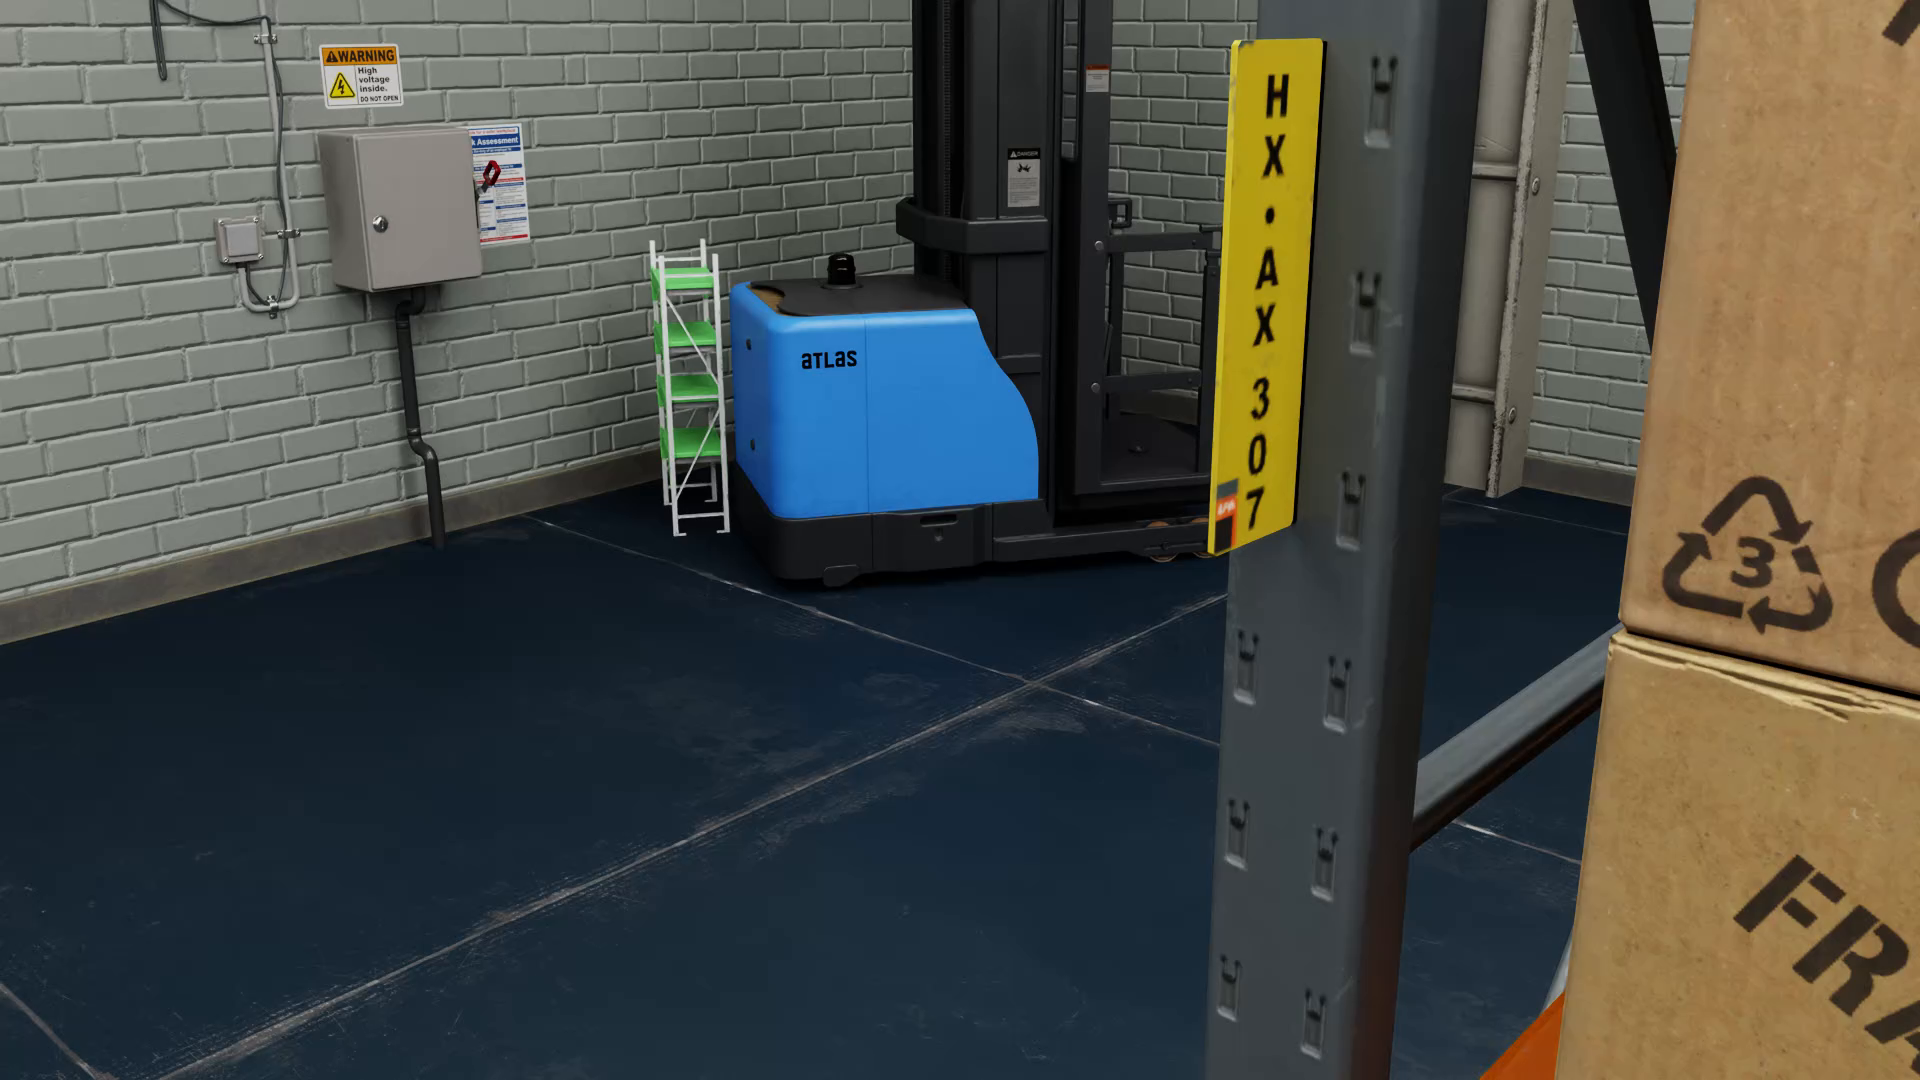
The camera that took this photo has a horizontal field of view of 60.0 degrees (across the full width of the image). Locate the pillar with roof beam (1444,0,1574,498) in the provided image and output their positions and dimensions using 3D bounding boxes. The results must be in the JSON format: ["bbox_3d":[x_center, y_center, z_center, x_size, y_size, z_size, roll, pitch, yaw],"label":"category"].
[{"bbox_3d":[-0.413,-3.584,3.528,0.400,9.000,9.100,15,23,39],"label":"pillar with roof beam"}]

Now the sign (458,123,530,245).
[{"bbox_3d":[-1.986,-1.510,7.068,0.001,0.494,0.329,15,23,39],"label":"sign"}]

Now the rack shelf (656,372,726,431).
[{"bbox_3d":[-1.178,-0.609,7.260,0.258,0.148,0.480,-4,18,-14],"label":"rack shelf"}]

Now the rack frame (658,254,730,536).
[{"bbox_3d":[-1.117,-0.599,7.015,0.240,1.200,0.015,-4,18,-14],"label":"rack frame"}]

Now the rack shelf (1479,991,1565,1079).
[{"bbox_3d":[2.067,0.915,0.458,4.000,0.370,1.077,15,23,39],"label":"rack shelf"}]

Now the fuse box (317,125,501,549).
[{"bbox_3d":[-2.159,-0.788,6.766,0.414,1.711,0.539,15,23,39],"label":"fuse box"}]

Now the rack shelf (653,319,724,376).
[{"bbox_3d":[-1.178,-0.838,7.187,0.258,0.148,0.480,-4,18,-14],"label":"rack shelf"}]

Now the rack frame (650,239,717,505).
[{"bbox_3d":[-1.238,-0.742,7.466,0.240,1.200,0.015,-4,18,-14],"label":"rack frame"}]

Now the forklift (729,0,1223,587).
[{"bbox_3d":[0.596,-1.451,6.840,3.031,2.935,1.130,-5,18,-16],"label":"forklift"}]

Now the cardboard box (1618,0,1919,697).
[{"bbox_3d":[0.741,-0.193,0.942,0.500,0.500,0.500,14,23,38],"label":"cardboard box"}]

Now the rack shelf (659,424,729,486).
[{"bbox_3d":[-1.178,-0.381,7.332,0.258,0.148,0.480,-4,18,-14],"label":"rack shelf"}]

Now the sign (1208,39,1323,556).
[{"bbox_3d":[0.198,-0.155,1.080,0.005,0.325,0.100,15,23,39],"label":"sign"}]

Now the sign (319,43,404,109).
[{"bbox_3d":[-2.350,-1.825,6.538,0.001,0.242,0.339,15,23,39],"label":"sign"}]

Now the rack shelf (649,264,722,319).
[{"bbox_3d":[-1.178,-1.067,7.114,0.258,0.148,0.480,-4,18,-14],"label":"rack shelf"}]

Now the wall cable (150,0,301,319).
[{"bbox_3d":[-2.730,-1.764,6.030,0.122,1.984,0.588,15,23,39],"label":"wall cable"}]

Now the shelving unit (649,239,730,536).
[{"bbox_3d":[-1.178,-0.670,7.240,0.258,1.200,0.503,-4,18,-14],"label":"shelving unit"}]

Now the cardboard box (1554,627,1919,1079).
[{"bbox_3d":[0.739,0.284,1.091,0.500,0.500,0.500,15,23,39],"label":"cardboard box"}]
